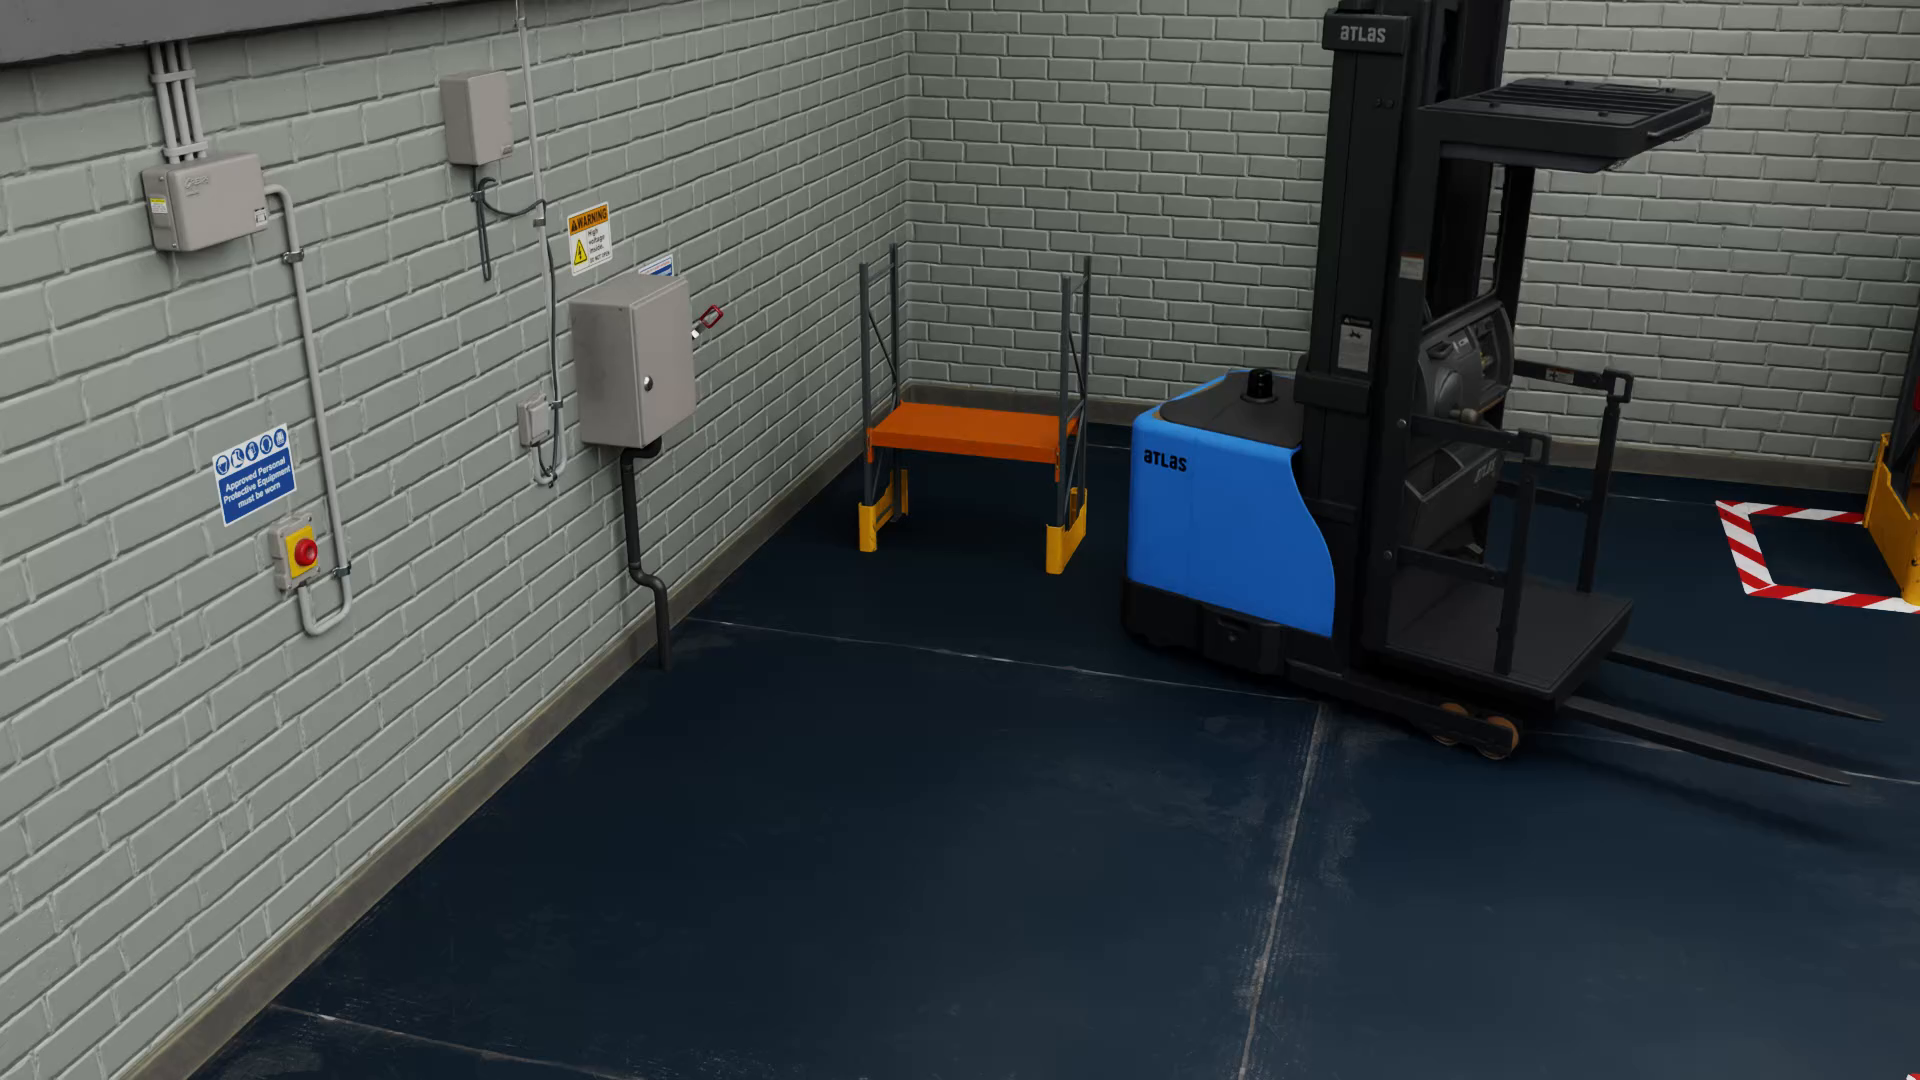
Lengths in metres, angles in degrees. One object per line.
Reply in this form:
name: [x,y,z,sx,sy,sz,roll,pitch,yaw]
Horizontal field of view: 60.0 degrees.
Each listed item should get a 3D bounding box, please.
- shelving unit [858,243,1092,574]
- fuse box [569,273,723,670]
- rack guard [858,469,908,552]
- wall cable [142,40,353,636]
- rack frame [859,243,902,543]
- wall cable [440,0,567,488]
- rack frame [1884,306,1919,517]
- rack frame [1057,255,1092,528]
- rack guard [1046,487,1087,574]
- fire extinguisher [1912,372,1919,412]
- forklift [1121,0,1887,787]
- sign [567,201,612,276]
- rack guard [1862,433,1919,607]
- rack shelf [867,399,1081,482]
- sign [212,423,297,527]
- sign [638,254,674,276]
shelving unit: [0.073,-0.686,8.465,1.083,1.500,0.587,7,23,16]
fuse box: [-1.272,-0.233,7.083,0.414,1.711,0.539,7,23,16]
rack guard: [-0.404,-0.162,8.835,0.087,0.250,0.587,7,23,16]
wall cable: [-2.019,-0.566,4.818,0.123,1.953,0.585,7,23,16]
rack frame: [-0.405,-0.740,8.598,0.032,1.500,0.500,7,23,16]
wall cable: [-1.620,-1.068,6.084,0.122,1.984,0.588,7,23,16]
rack frame: [4.817,-1.276,7.928,0.127,3.000,1.000,7,23,16]
rack frame: [0.568,-0.629,8.327,0.032,1.500,0.500,7,23,16]
rack guard: [0.550,-0.053,8.569,0.087,0.250,0.587,7,23,16]
fire extinguisher: [4.542,-0.916,7.644,0.183,0.674,0.296,7,23,16]
forklift: [2.220,-0.709,6.637,3.031,2.935,1.130,16,27,34]
sign: [-1.487,-1.214,6.688,0.001,0.242,0.339,7,23,16]
rack guard: [4.889,-0.111,8.382,0.348,0.500,1.175,7,23,16]
rack shelf: [0.082,-0.518,8.531,1.000,0.185,0.538,7,23,16]
sign: [-2.091,-0.196,4.939,0.001,0.218,0.327,7,23,16]
sign: [-1.328,-0.987,7.350,0.001,0.494,0.329,7,23,16]
